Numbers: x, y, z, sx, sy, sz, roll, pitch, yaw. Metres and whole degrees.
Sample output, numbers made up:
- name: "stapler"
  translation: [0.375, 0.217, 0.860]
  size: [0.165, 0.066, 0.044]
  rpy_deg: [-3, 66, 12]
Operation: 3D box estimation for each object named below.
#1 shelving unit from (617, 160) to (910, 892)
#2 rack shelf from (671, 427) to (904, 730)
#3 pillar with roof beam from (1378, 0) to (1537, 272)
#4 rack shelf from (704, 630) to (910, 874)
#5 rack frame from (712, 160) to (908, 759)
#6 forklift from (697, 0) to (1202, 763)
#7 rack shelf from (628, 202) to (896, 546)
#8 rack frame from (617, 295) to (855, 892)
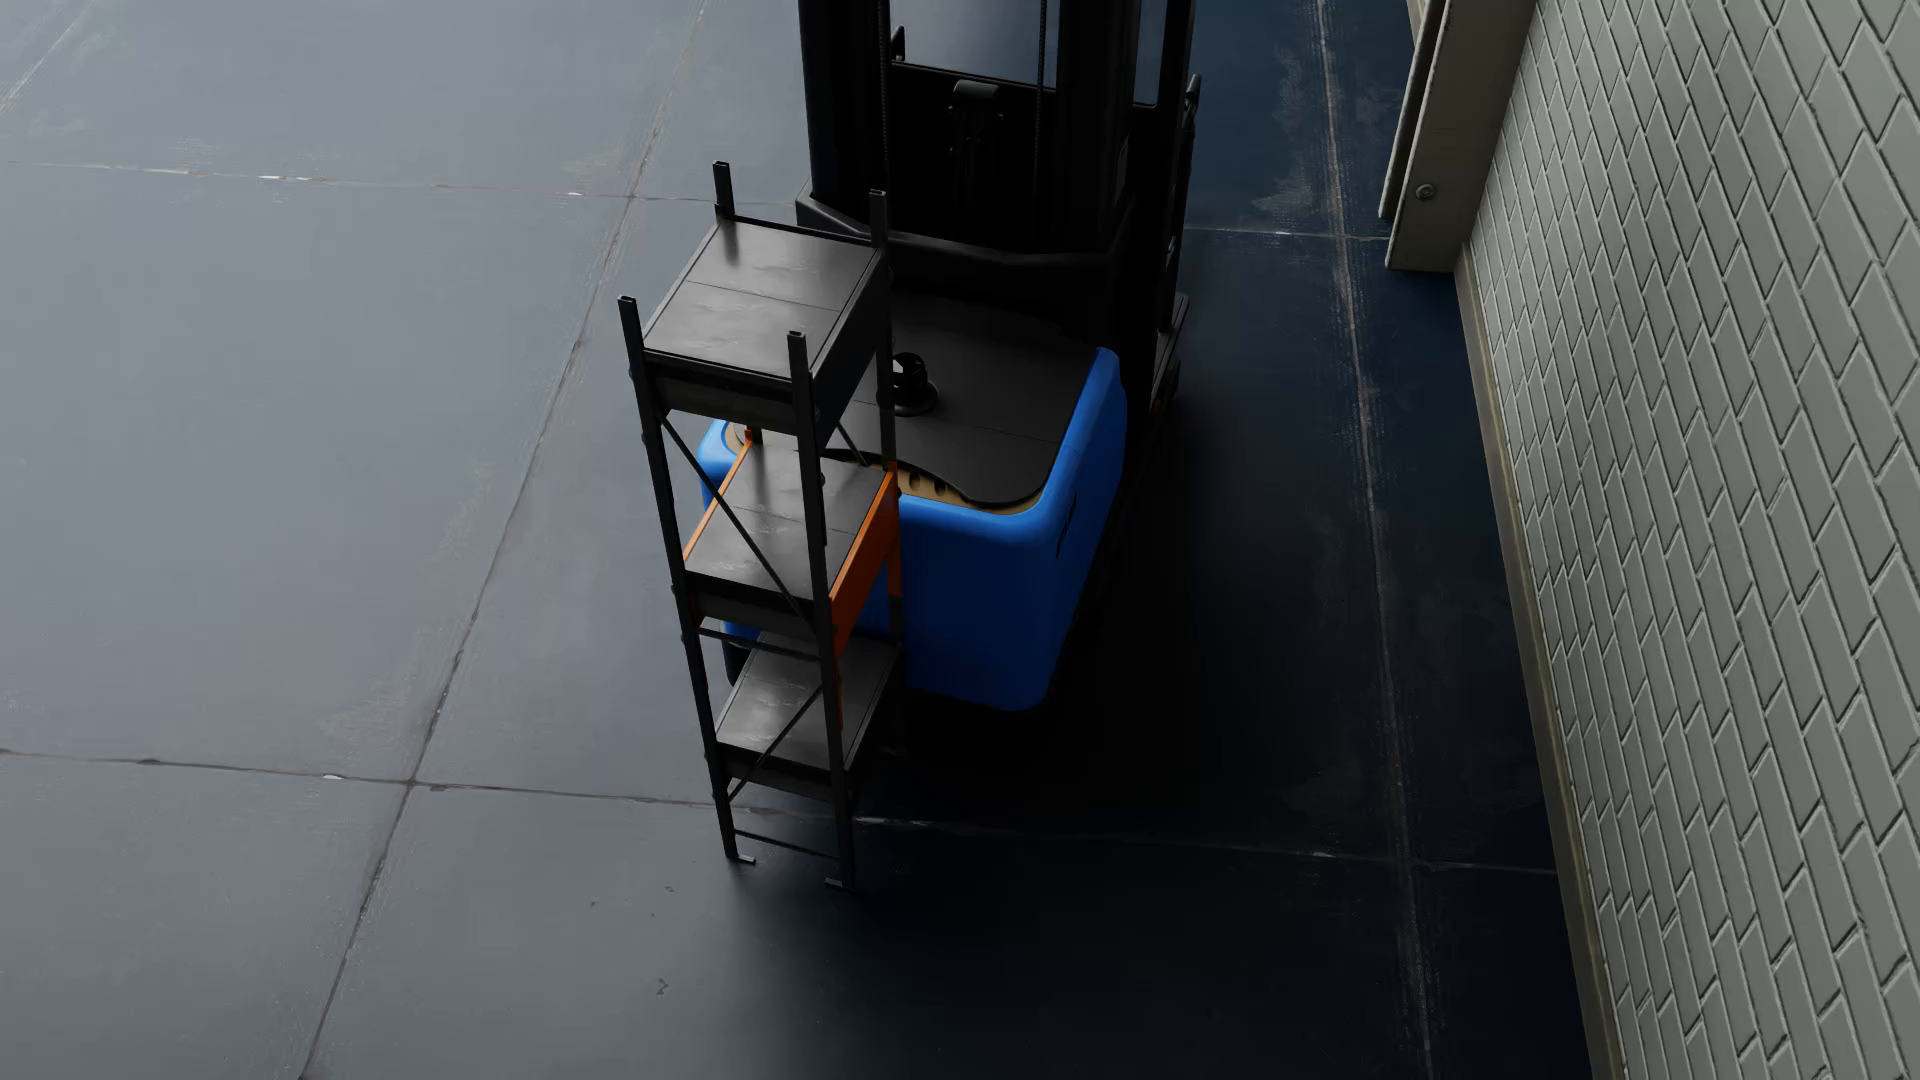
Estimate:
- name: "shelving unit"
  translation: [-0.425, 0.090, 4.245]
  size: [0.431, 2.100, 0.503]
  rpy_deg: [13, 49, 12]
- name: "rack shelf"
  translation: [-0.425, 0.099, 4.255]
  size: [0.431, 0.518, 0.480]
  rpy_deg: [13, 49, 12]
- name: "pillar with roof beam"
  translation: [-2.383, -4.566, 3.828]
  size: [9.100, 9.000, 0.400]
  rpy_deg: [4, 48, 4]
- name: "rack shelf"
  translation: [-0.425, 0.572, 4.771]
  size: [0.431, 0.518, 0.480]
  rpy_deg: [13, 49, 12]
- name: "rack frame"
  translation: [-0.353, -0.082, 4.402]
  size: [0.400, 2.100, 0.015]
  rpy_deg: [13, 49, 12]
- name: "forklift"
  translation: [0.185, -1.428, 5.070]
  size: [1.130, 2.935, 3.031]
  rpy_deg: [13, 49, 12]
- name: "rack shelf"
  translation: [-0.425, -0.373, 3.738]
  size: [0.431, 0.518, 0.480]
  rpy_deg: [13, 49, 12]
- name: "rack frame"
  translation: [-0.498, 0.262, 4.088]
  size: [0.400, 2.100, 0.015]
  rpy_deg: [13, 49, 12]
